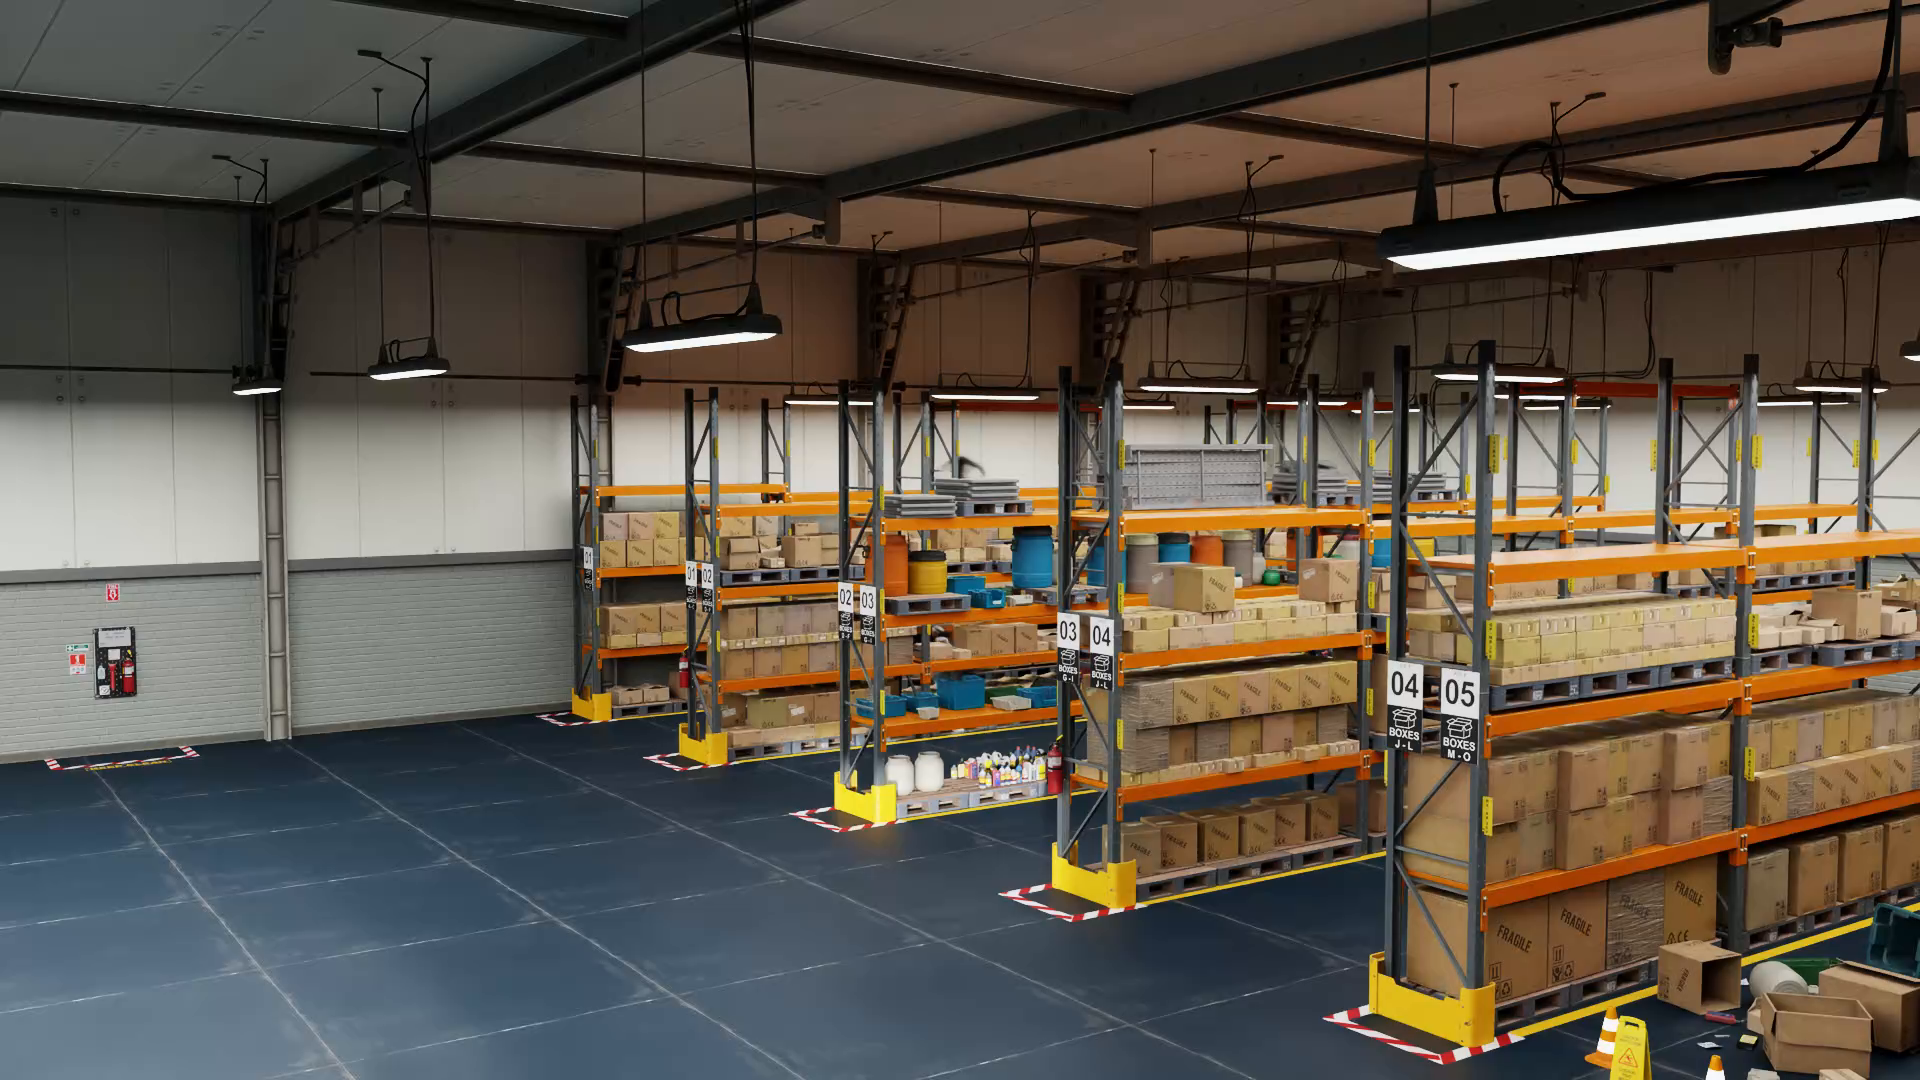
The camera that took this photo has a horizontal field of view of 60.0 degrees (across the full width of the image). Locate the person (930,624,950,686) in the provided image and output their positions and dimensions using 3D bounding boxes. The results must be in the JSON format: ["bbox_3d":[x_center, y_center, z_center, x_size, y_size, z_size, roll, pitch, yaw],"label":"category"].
[{"bbox_3d":[-0.302,2.443,32.356,0.612,1.633,0.694,0,3,-8],"label":"person"}]

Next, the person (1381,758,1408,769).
[{"bbox_3d":[6.510,2.945,25.146,0.838,1.422,0.553,-2,4,-25],"label":"person"}]

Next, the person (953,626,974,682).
[{"bbox_3d":[0.032,2.437,31.852,0.915,1.605,0.473,-1,3,-10],"label":"person"}]
